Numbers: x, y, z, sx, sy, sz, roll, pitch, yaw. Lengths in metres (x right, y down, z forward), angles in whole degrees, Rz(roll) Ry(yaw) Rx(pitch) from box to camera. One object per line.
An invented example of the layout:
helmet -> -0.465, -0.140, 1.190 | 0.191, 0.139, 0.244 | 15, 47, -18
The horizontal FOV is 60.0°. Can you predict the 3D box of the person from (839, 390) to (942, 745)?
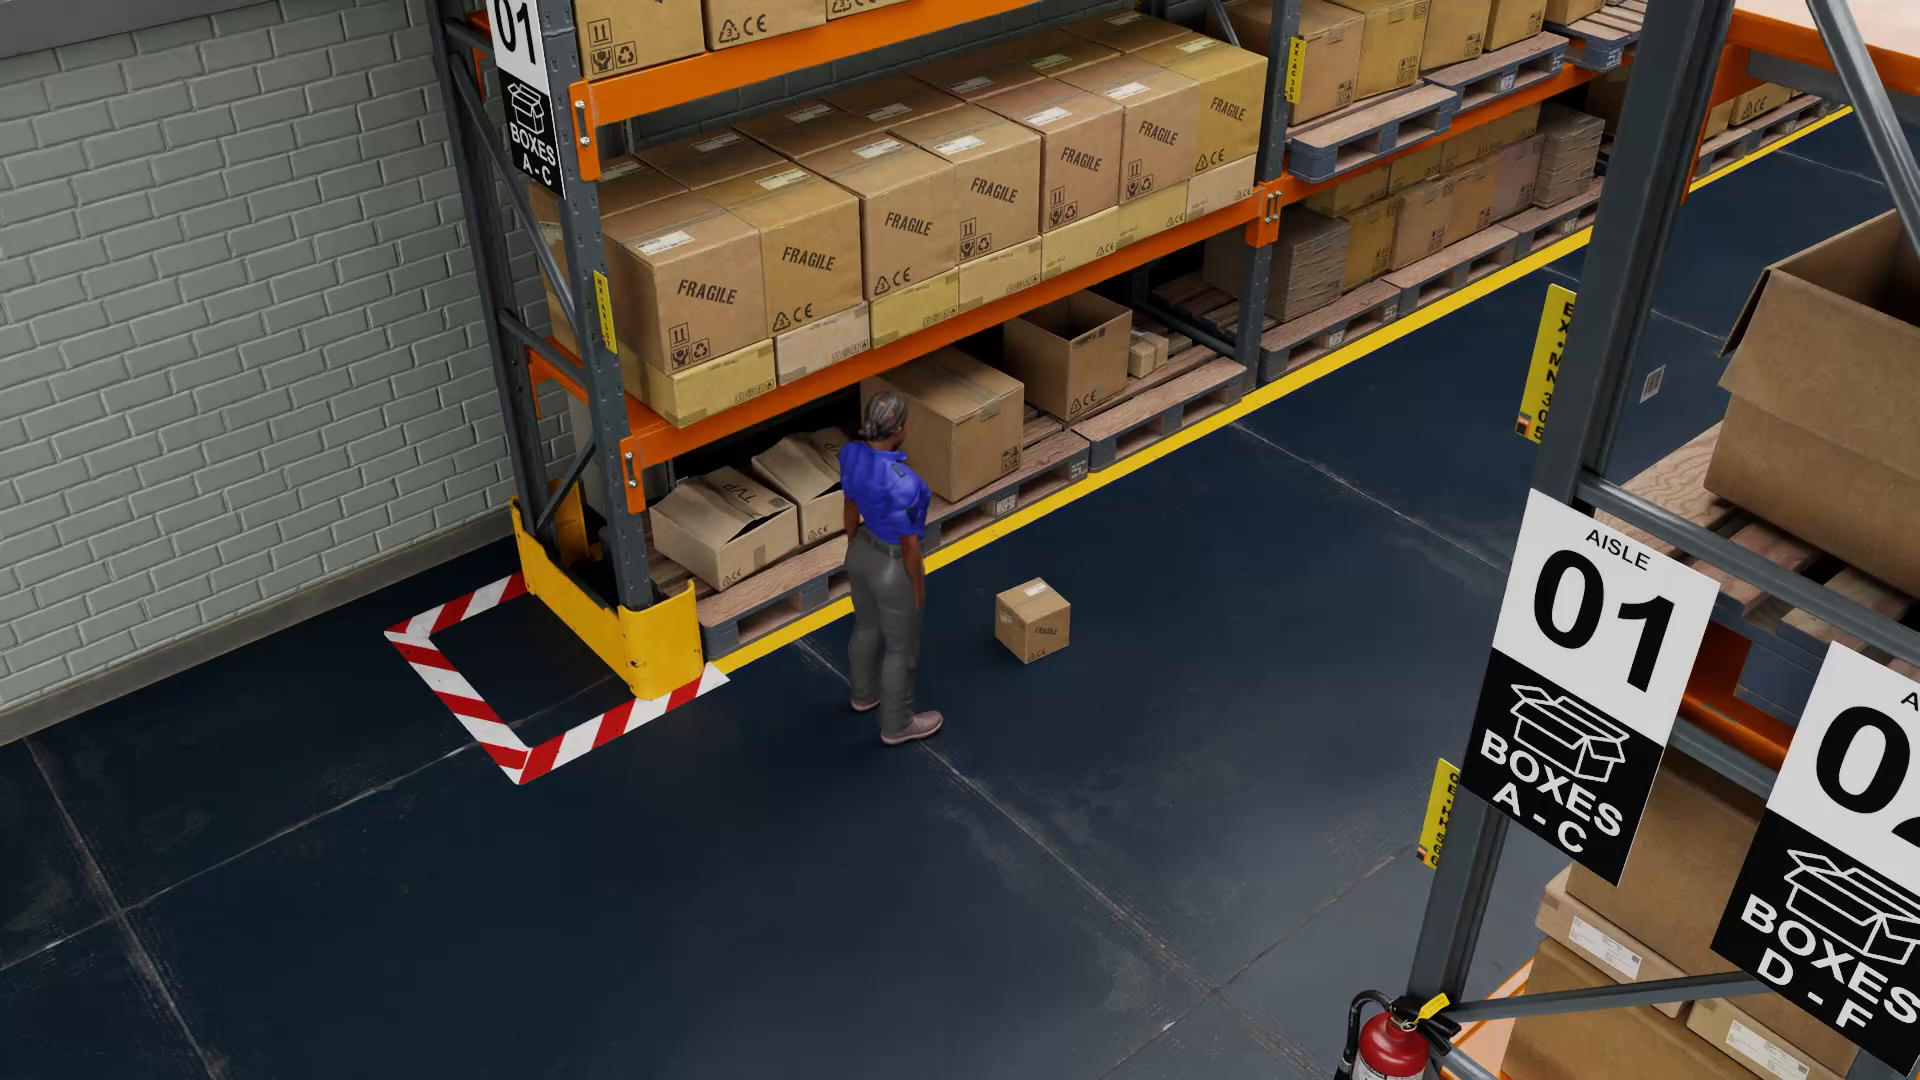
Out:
person -> -0.292, 0.107, 6.926 | 0.329, 1.660, 0.445 | -26, 44, -31
